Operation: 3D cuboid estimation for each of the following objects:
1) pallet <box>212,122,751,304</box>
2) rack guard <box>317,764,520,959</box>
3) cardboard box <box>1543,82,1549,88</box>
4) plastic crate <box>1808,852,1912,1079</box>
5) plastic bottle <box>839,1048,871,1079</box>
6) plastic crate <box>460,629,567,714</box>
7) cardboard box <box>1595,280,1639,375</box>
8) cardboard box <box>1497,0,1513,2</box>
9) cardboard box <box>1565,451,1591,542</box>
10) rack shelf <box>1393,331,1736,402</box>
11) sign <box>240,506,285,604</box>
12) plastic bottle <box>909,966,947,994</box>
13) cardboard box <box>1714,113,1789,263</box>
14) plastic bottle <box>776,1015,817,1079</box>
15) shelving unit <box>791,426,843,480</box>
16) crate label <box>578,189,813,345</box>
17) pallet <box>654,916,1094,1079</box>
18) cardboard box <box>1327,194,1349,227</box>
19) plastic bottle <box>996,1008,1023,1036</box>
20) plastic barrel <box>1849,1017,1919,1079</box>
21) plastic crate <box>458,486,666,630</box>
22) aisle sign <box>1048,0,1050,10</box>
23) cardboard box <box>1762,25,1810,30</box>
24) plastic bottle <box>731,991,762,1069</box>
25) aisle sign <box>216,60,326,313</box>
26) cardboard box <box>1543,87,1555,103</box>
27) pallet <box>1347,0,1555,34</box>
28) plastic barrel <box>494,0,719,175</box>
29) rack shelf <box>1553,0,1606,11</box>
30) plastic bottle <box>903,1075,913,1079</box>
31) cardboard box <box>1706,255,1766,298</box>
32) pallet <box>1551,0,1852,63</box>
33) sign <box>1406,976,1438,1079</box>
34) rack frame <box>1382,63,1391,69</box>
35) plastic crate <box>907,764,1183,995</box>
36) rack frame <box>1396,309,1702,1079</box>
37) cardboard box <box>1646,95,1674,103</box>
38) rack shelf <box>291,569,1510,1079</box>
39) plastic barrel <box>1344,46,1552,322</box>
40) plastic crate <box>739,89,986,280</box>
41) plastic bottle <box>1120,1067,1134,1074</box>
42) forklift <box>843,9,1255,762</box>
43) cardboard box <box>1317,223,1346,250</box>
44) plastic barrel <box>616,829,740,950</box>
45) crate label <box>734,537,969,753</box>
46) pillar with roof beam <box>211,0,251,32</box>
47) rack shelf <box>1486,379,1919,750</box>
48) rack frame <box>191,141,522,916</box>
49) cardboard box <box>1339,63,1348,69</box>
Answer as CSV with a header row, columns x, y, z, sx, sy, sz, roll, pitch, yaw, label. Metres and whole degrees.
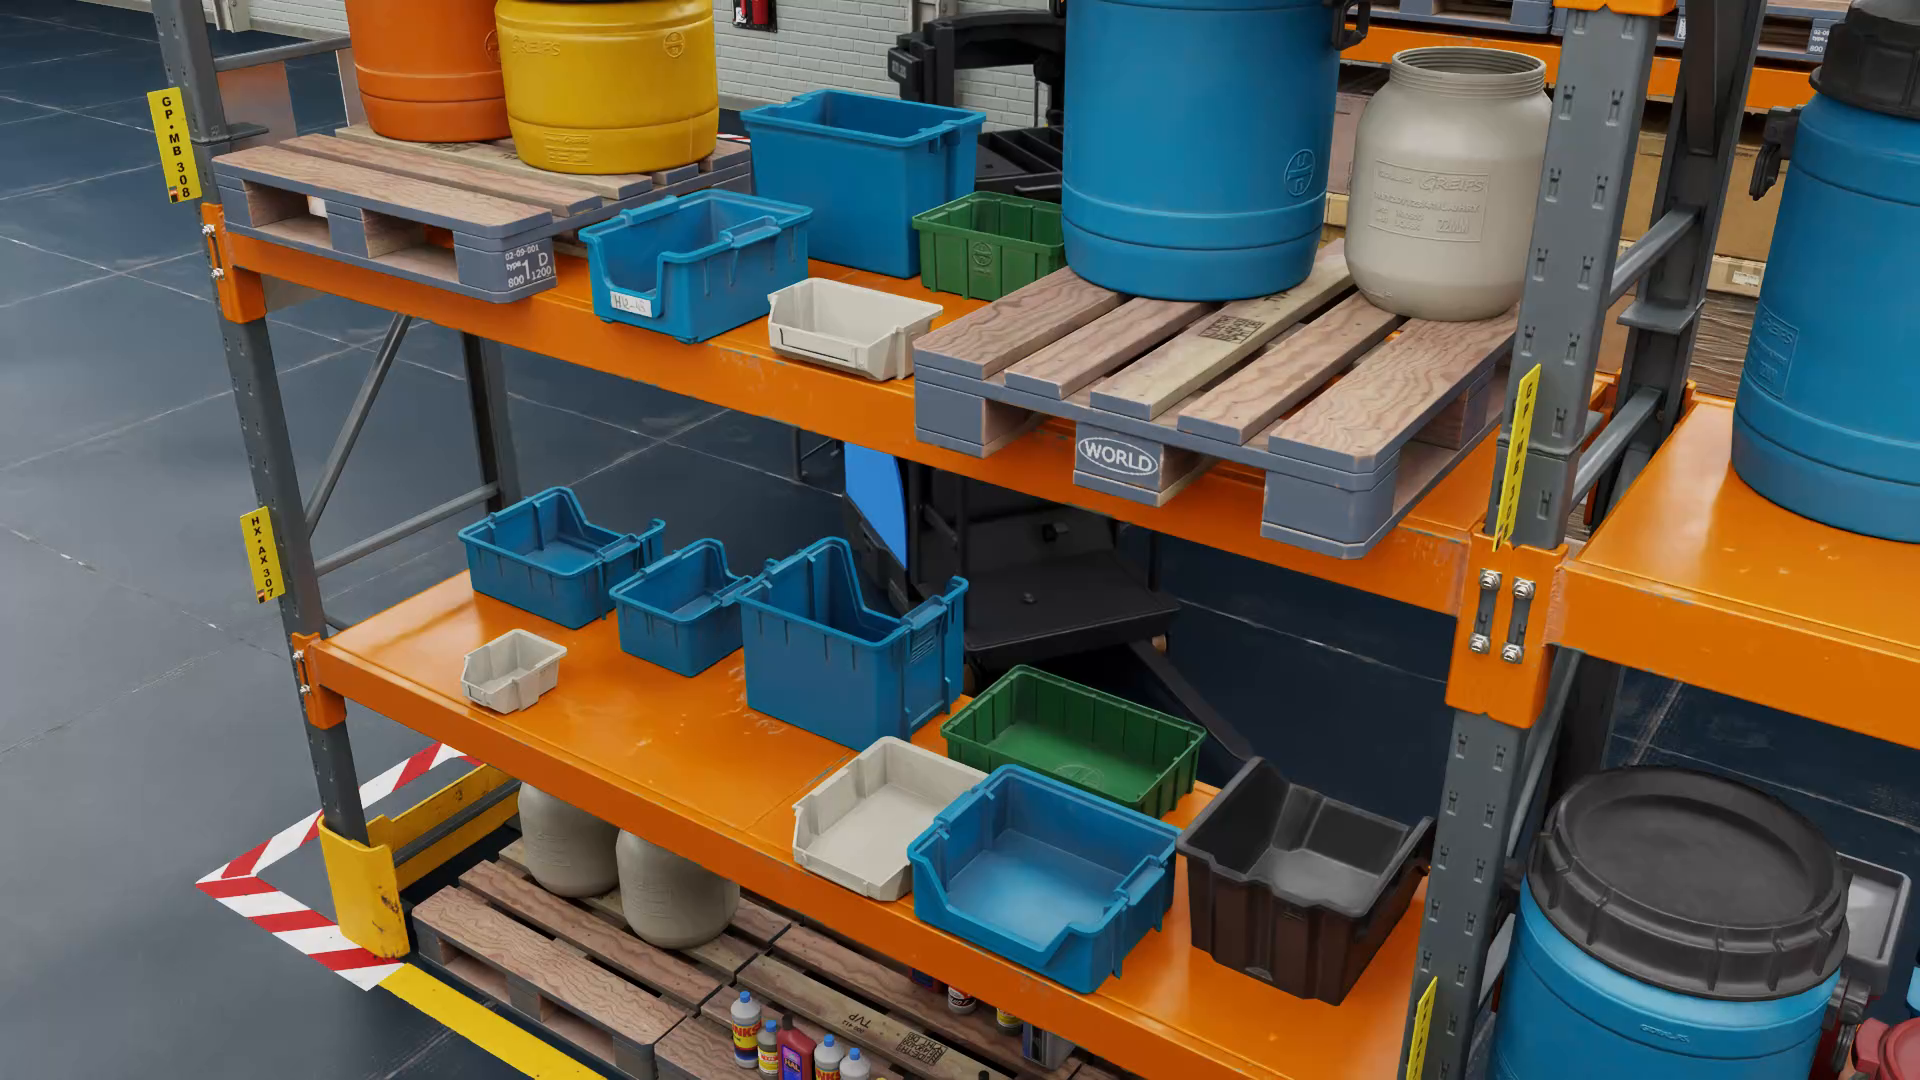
x,y,z,sx,sy,sz,roll,pitch,yaw,label
-1.379,-1.033,4.874,1.213,0.211,1.003,17,32,30,pallet
-1.916,1.086,6.564,0.348,0.500,1.175,17,32,30,rack guard
4.229,-3.644,12.420,0.500,0.500,0.500,17,32,30,cardboard box
1.864,0.979,3.949,0.583,0.464,0.402,17,32,30,plastic crate
-0.323,1.686,5.153,0.097,0.271,0.097,0,27,0,plastic bottle
-1.450,0.438,5.373,0.250,0.136,0.298,17,32,30,plastic crate
3.291,-1.143,8.078,0.500,0.500,0.700,17,32,30,cardboard box
4.112,-3.968,13.057,0.500,0.500,0.500,17,31,30,cardboard box
3.188,-0.320,8.312,0.500,0.500,0.500,17,32,30,cardboard box
2.450,-1.046,8.792,4.000,0.370,1.077,17,32,30,rack shelf
-2.321,0.051,5.536,0.005,0.325,0.100,17,32,30,sign
-0.111,1.407,5.687,0.133,0.283,0.061,17,32,30,plastic bottle
3.730,-1.588,7.522,0.500,0.500,0.700,17,32,31,cardboard box
-0.511,1.632,5.246,0.133,0.283,0.061,18,32,31,plastic bottle
-0.417,-1.020,9.600,1.048,1.500,0.538,14,30,26,shelving unit
-0.650,-0.696,4.167,0.408,0.251,0.502,17,32,30,crate label
-0.248,1.739,5.600,1.213,0.211,1.003,17,32,30,pallet
2.066,-1.703,8.464,0.250,0.149,0.380,17,31,30,cardboard box
0.169,1.537,5.523,0.097,0.201,0.097,0,27,0,plastic bottle
1.956,1.265,3.308,0.433,0.535,0.433,0,27,0,plastic barrel
-1.424,0.053,6.002,0.616,0.251,0.499,17,32,30,plastic crate
0.574,-2.942,8.857,0.004,0.787,0.394,17,32,30,aisle sign
5.799,-3.446,12.030,0.500,0.500,0.500,18,32,32,cardboard box
-0.688,1.572,5.376,0.097,0.271,0.097,0,27,0,plastic bottle
-2.231,-1.097,5.233,0.004,0.787,0.394,17,32,30,aisle sign
2.900,-1.846,8.029,0.500,0.500,0.700,17,32,30,cardboard box
2.380,-2.674,7.987,1.213,0.211,1.003,17,32,30,pallet
-0.994,-1.392,4.701,0.600,0.588,0.600,0,27,0,plastic barrel
-0.357,-1.691,3.885,4.000,0.370,1.077,17,32,30,rack shelf
-0.156,1.738,5.051,0.097,0.271,0.097,0,27,0,plastic bottle
3.551,-1.241,7.556,0.250,0.149,0.380,17,31,29,cardboard box
3.381,-2.360,7.371,1.213,0.211,1.003,17,32,30,pallet
0.971,1.077,3.521,0.005,0.325,0.100,17,32,30,sign
3.603,-3.734,13.279,0.127,3.000,1.000,17,32,30,rack frame
0.226,0.881,4.376,0.616,0.251,0.499,17,32,30,plastic crate
1.292,0.997,3.983,0.127,3.000,1.000,17,32,30,rack frame
5.083,-3.381,11.903,0.500,0.500,0.500,18,32,32,cardboard box
-0.357,0.804,5.155,4.000,0.370,1.077,17,32,30,rack shelf
1.048,-0.760,3.543,0.421,0.512,0.421,0,27,0,plastic barrel
-0.263,-0.982,4.583,0.575,0.384,0.392,17,32,30,plastic crate
0.563,1.583,5.356,0.097,0.271,0.097,0,27,0,plastic bottle
0.373,-0.777,7.545,1.130,2.935,3.031,-10,29,-19,forklift
2.021,-1.538,8.854,0.500,0.500,0.700,18,32,31,cardboard box
-1.007,1.161,5.941,0.421,0.512,0.421,0,27,0,plastic barrel
-0.335,0.326,5.263,0.616,0.435,0.502,17,32,30,crate label
-12.604,-9.564,18.121,0.400,9.000,9.100,17,32,30,pillar with roof beam
2.940,0.495,2.456,4.000,0.370,1.077,17,32,30,rack shelf
-2.006,-0.030,6.001,0.127,3.000,1.000,17,32,30,rack frame
1.660,-2.232,8.788,0.500,0.500,0.700,16,31,29,cardboard box
